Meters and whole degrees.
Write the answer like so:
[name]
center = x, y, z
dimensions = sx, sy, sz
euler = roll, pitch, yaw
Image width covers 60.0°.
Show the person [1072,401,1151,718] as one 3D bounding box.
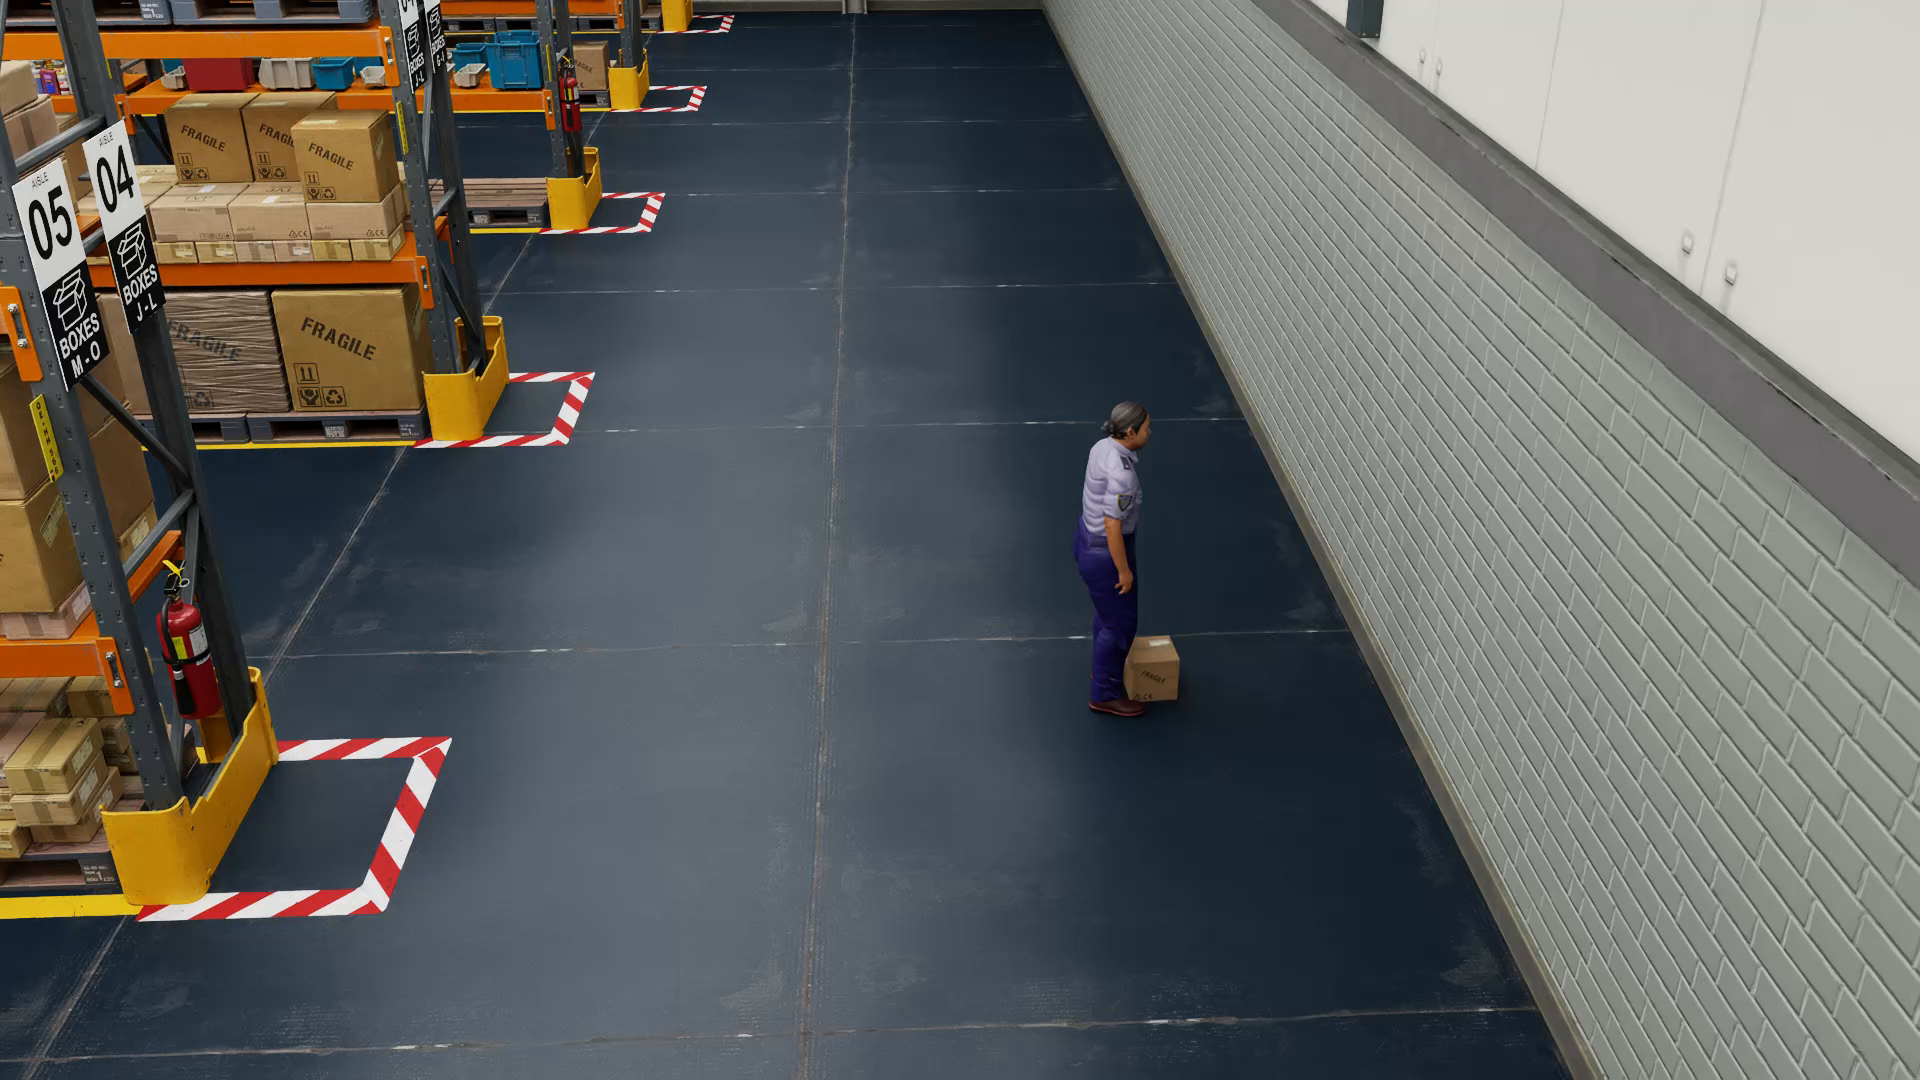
[person]
center = 0.818, 0.072, 8.493
dimensions = 0.392, 1.650, 0.553
euler = -3, 28, -5
